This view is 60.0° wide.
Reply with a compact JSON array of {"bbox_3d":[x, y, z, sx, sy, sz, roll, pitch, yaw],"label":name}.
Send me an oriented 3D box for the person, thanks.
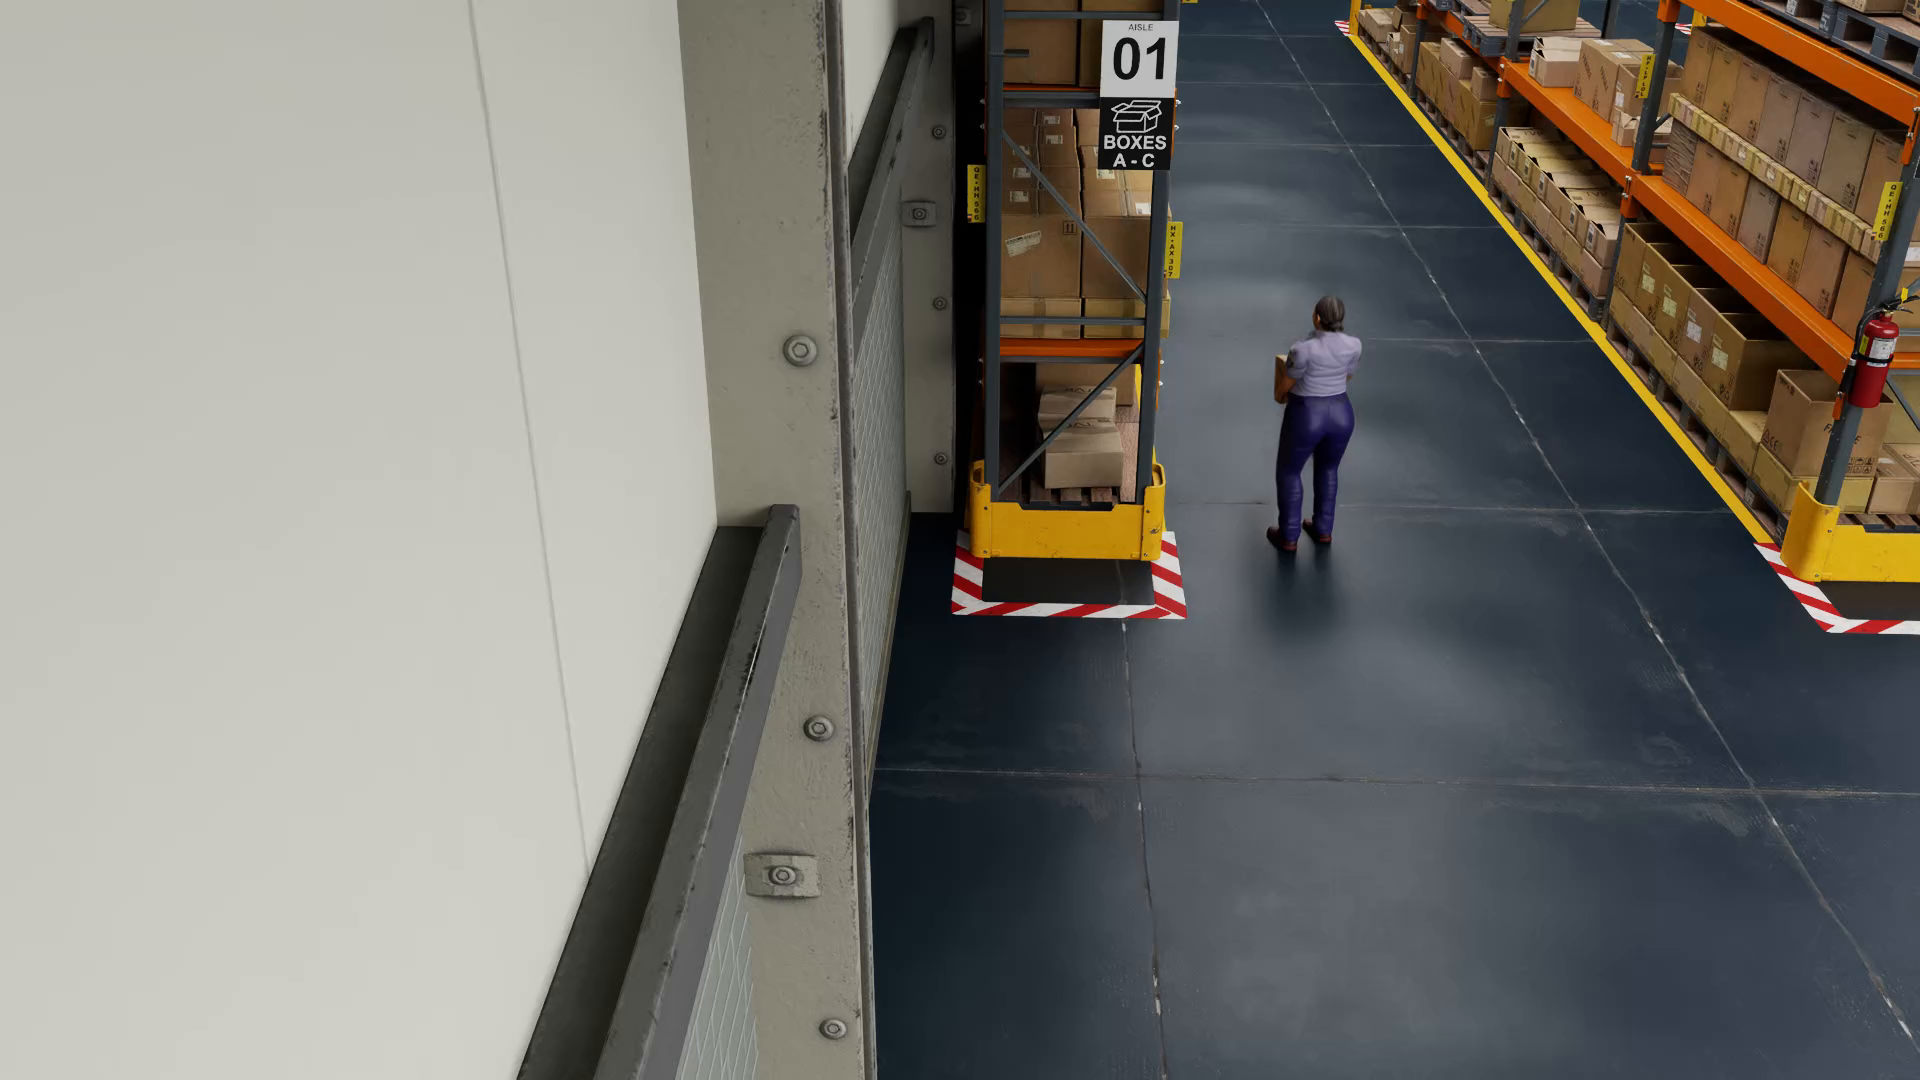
[{"bbox_3d":[2.119,-0.745,10.043,0.453,1.640,0.514,-6,29,-11],"label":"person"}]
